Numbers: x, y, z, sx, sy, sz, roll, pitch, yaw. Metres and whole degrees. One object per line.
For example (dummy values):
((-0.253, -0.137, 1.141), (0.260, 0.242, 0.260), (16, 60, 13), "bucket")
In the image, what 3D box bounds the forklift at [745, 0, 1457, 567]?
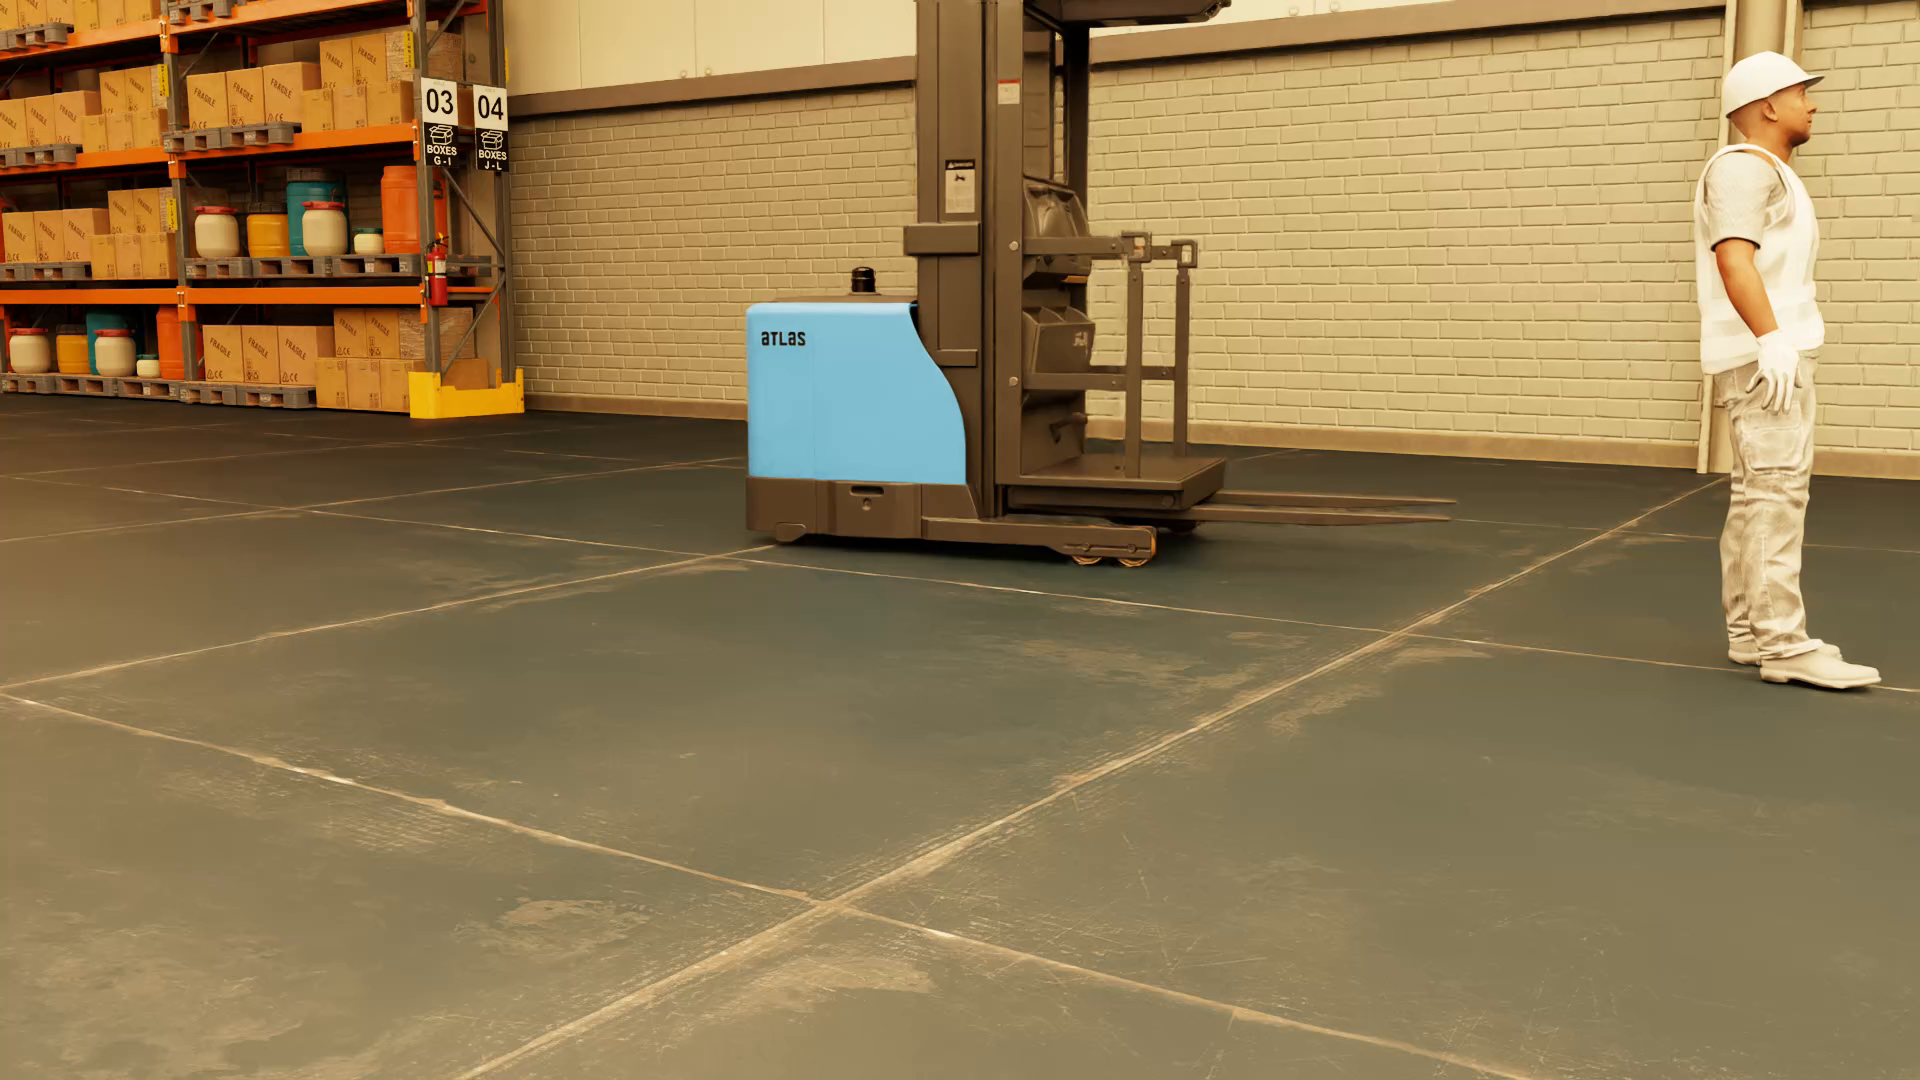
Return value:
((0.614, -1.424, 7.208), (3.031, 2.935, 1.130), (3, 9, 19), "forklift")

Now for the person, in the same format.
((2.415, -0.511, 4.827), (0.562, 1.785, 0.654), (4, 9, 27), "person")
